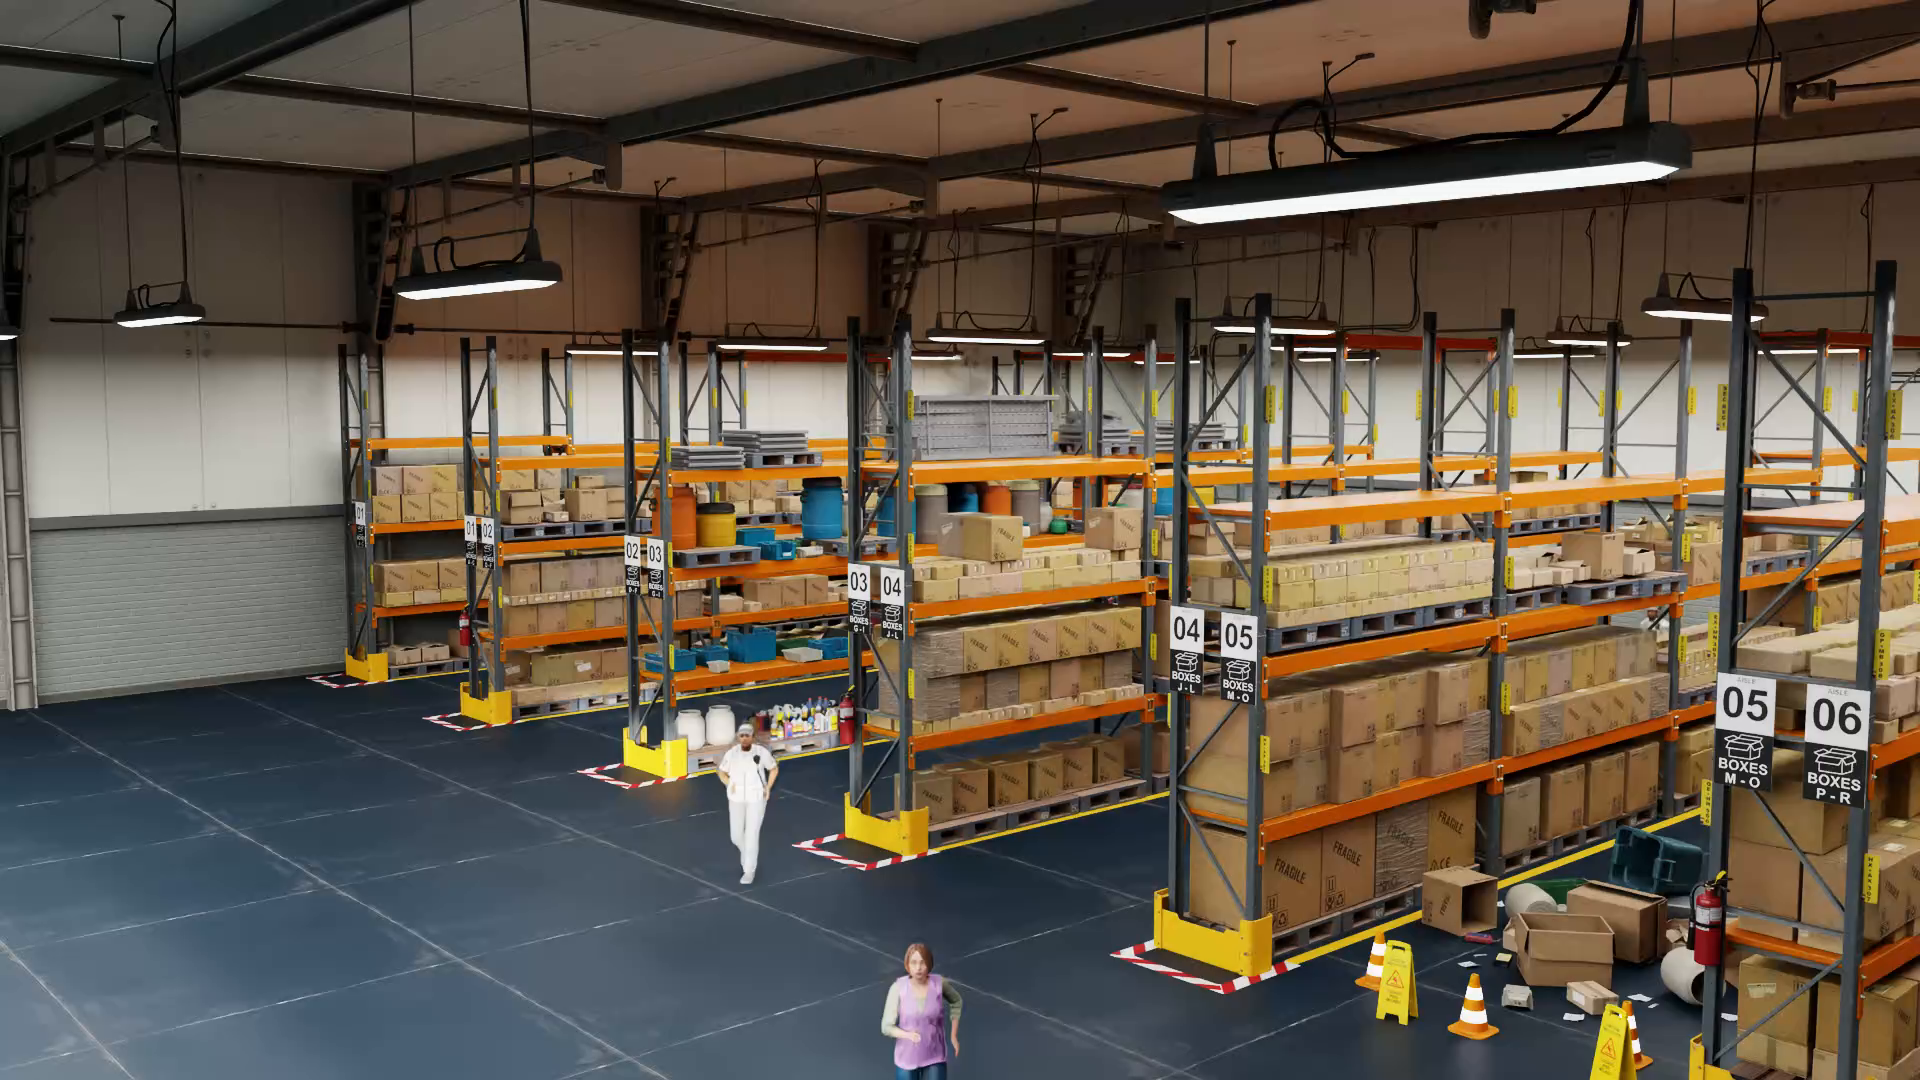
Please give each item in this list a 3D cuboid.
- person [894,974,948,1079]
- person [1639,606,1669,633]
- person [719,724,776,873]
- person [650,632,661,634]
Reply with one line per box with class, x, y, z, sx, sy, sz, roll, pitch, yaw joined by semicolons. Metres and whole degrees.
person;-0.252;3.513;10.813;0.351;1.418;0.616;0;5;3
person;11.590;1.440;27.772;0.559;0.797;0.342;4;7;39
person;-2.260;2.727;17.726;0.600;1.583;0.575;0;5;3
person;-5.547;1.700;30.719;0.544;1.311;0.542;5;7;41
